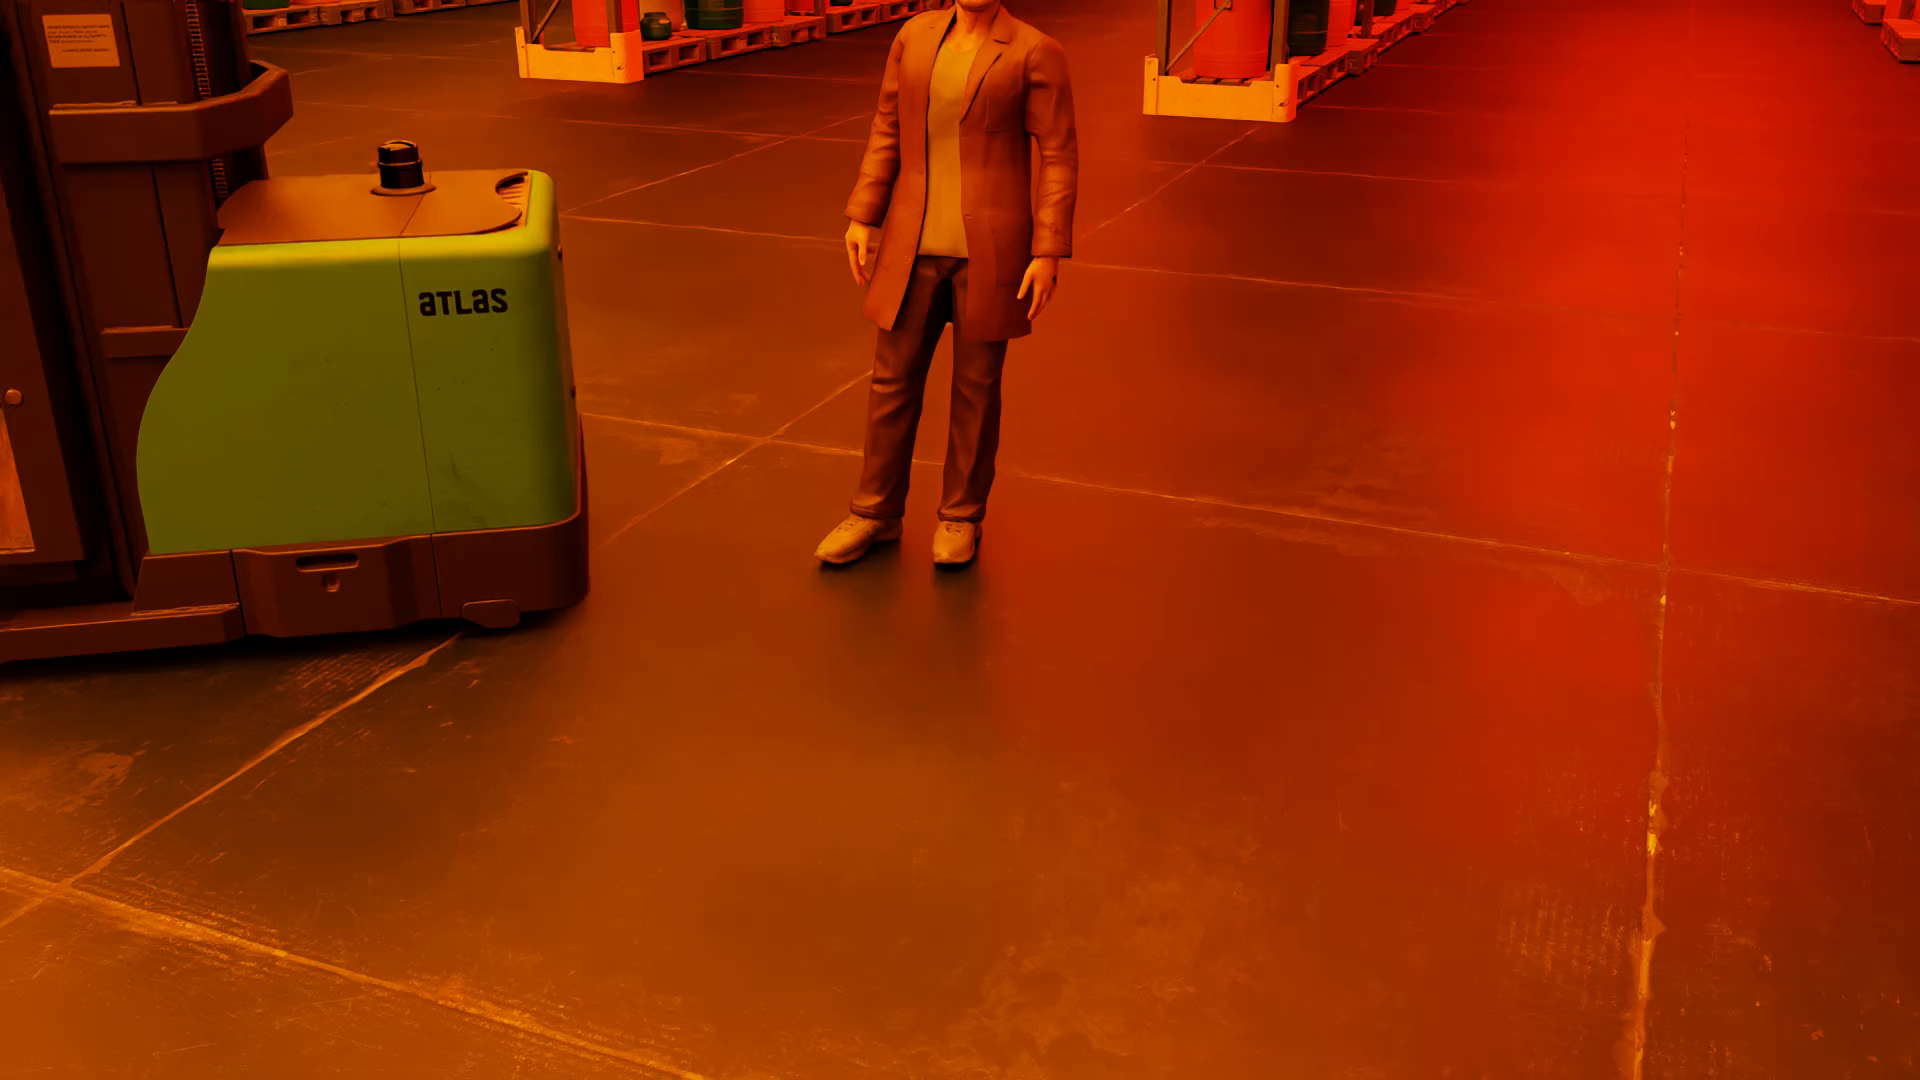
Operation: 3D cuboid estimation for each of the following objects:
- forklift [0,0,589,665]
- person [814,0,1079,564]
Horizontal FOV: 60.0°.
[{"bbox_3d":[-2.591,-1.184,4.124,3.031,2.935,1.130,-5,23,-11],"label":"forklift"},{"bbox_3d":[-0.039,-0.795,4.672,0.694,1.775,0.582,9,24,21],"label":"person"}]
